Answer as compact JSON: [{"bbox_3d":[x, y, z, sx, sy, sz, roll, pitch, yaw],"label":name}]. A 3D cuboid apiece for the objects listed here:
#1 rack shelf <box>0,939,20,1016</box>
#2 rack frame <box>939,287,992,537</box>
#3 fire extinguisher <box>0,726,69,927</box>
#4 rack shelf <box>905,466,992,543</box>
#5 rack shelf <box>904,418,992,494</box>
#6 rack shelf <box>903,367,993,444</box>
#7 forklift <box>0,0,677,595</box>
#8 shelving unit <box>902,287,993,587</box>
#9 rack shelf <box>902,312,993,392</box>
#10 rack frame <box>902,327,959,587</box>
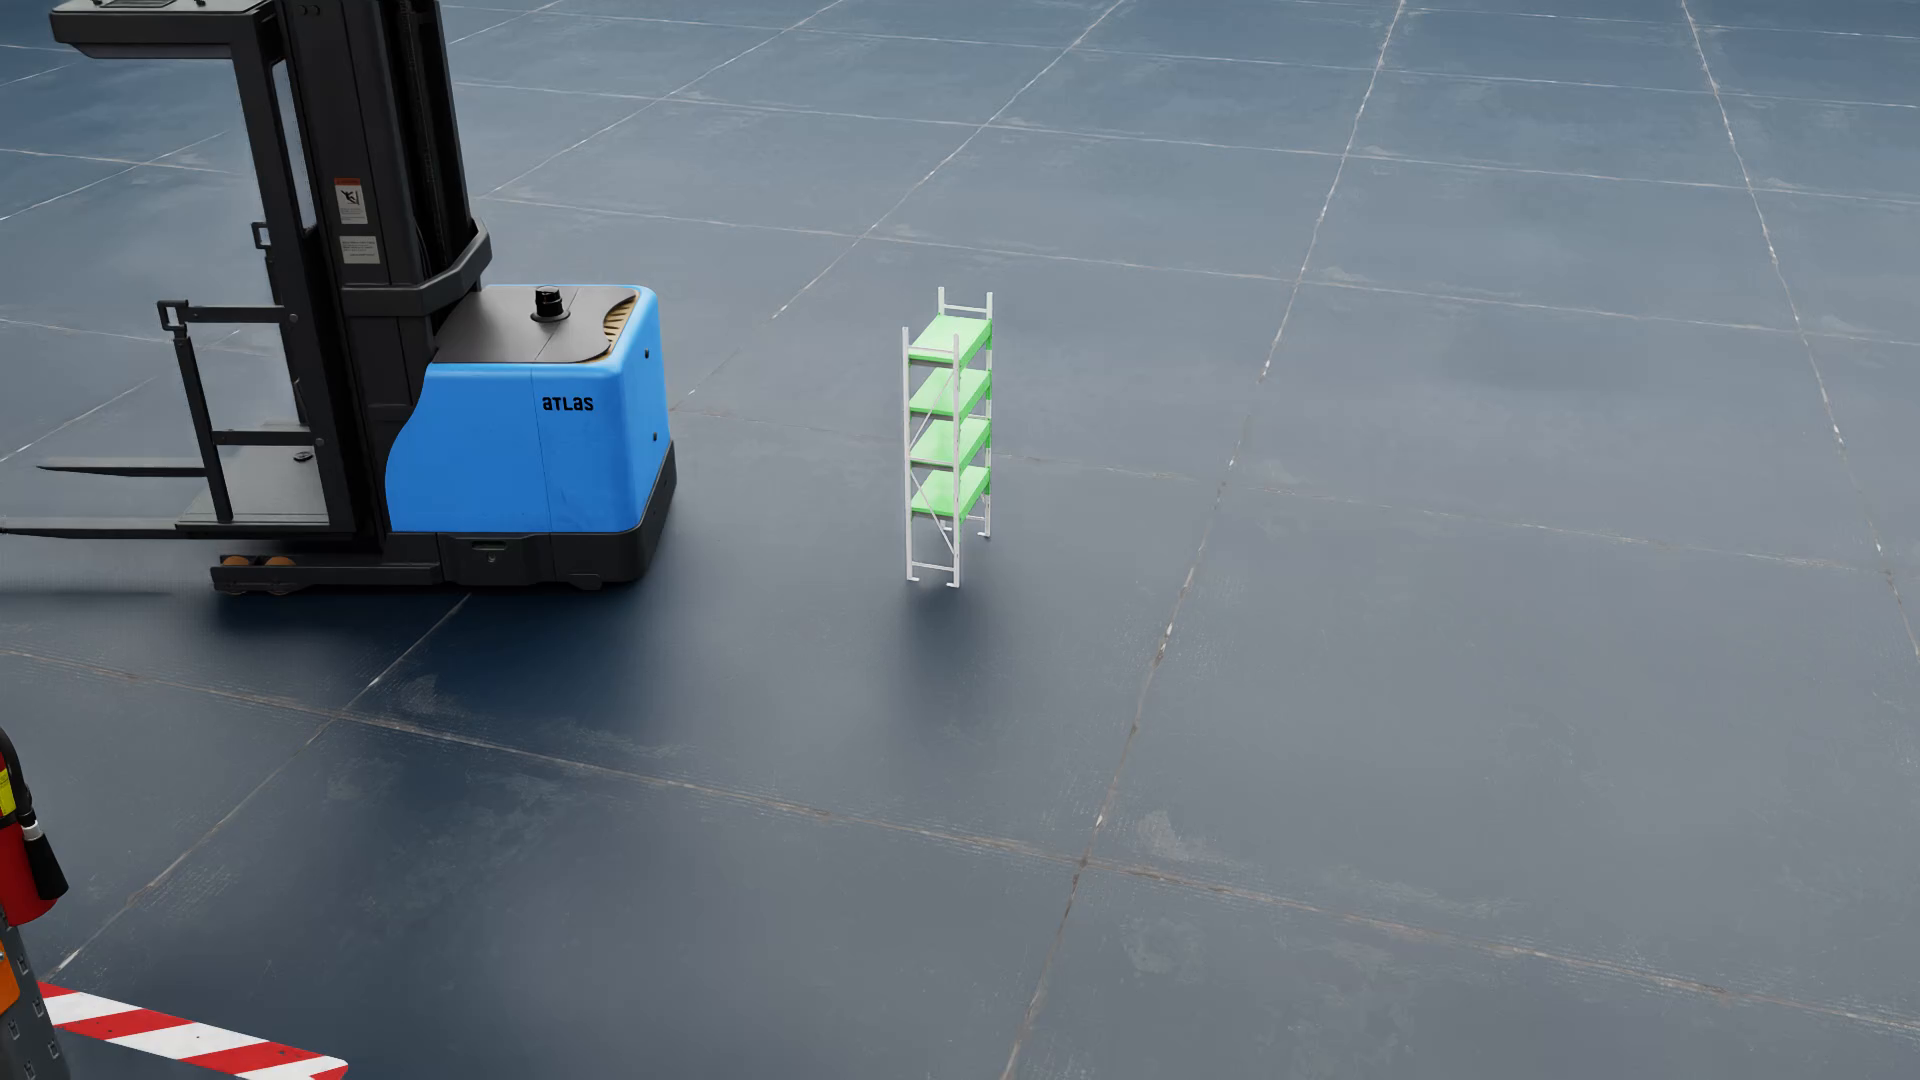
[{"bbox_3d":[-3.264,1.757,2.245,1.077,0.370,4.000,8,30,15],"label":"rack shelf"},{"bbox_3d":[0.023,-0.561,7.524,0.240,1.200,0.015,8,30,15],"label":"rack frame"},{"bbox_3d":[-2.203,0.560,3.737,0.296,0.674,0.183,8,30,15],"label":"fire extinguisher"},{"bbox_3d":[-0.049,-0.182,7.468,0.258,0.148,0.480,8,30,15],"label":"rack shelf"},{"bbox_3d":[-0.049,-0.392,7.351,0.258,0.148,0.480,8,30,15],"label":"rack shelf"},{"bbox_3d":[-0.049,-0.601,7.234,0.258,0.148,0.480,8,30,15],"label":"rack shelf"},{"bbox_3d":[-2.897,-1.296,7.064,3.031,2.935,1.130,0,29,1],"label":"forklift"},{"bbox_3d":[-0.049,-0.447,7.320,0.258,1.200,0.503,8,30,15],"label":"shelving unit"},{"bbox_3d":[-0.049,-0.811,7.118,0.258,0.148,0.480,8,30,15],"label":"rack shelf"},{"bbox_3d":[-0.120,-0.334,7.116,0.240,1.200,0.015,8,30,15],"label":"rack frame"}]
